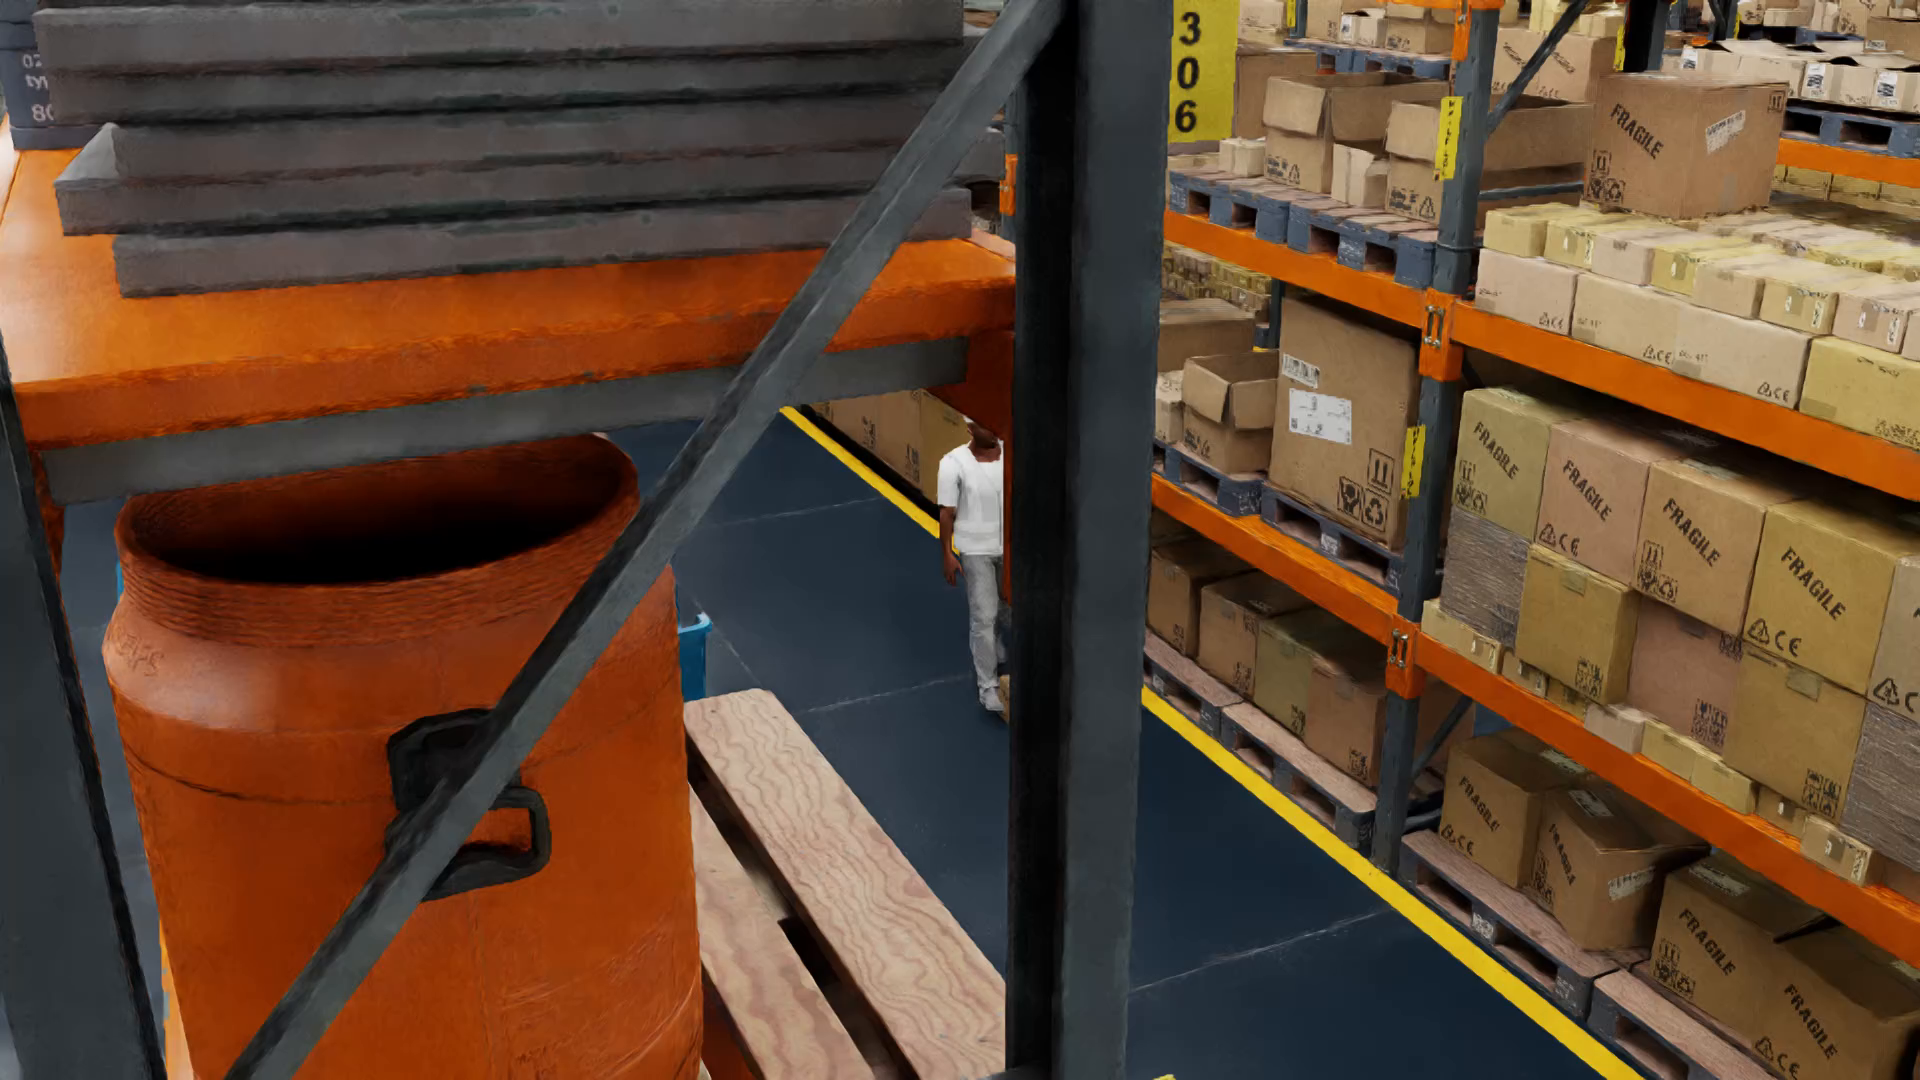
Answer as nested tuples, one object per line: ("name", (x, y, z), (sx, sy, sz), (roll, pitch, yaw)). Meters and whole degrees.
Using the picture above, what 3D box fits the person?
("person", (0.194, 0.056, 9.440), (0.578, 1.752, 0.819), (-10, 24, -24))
